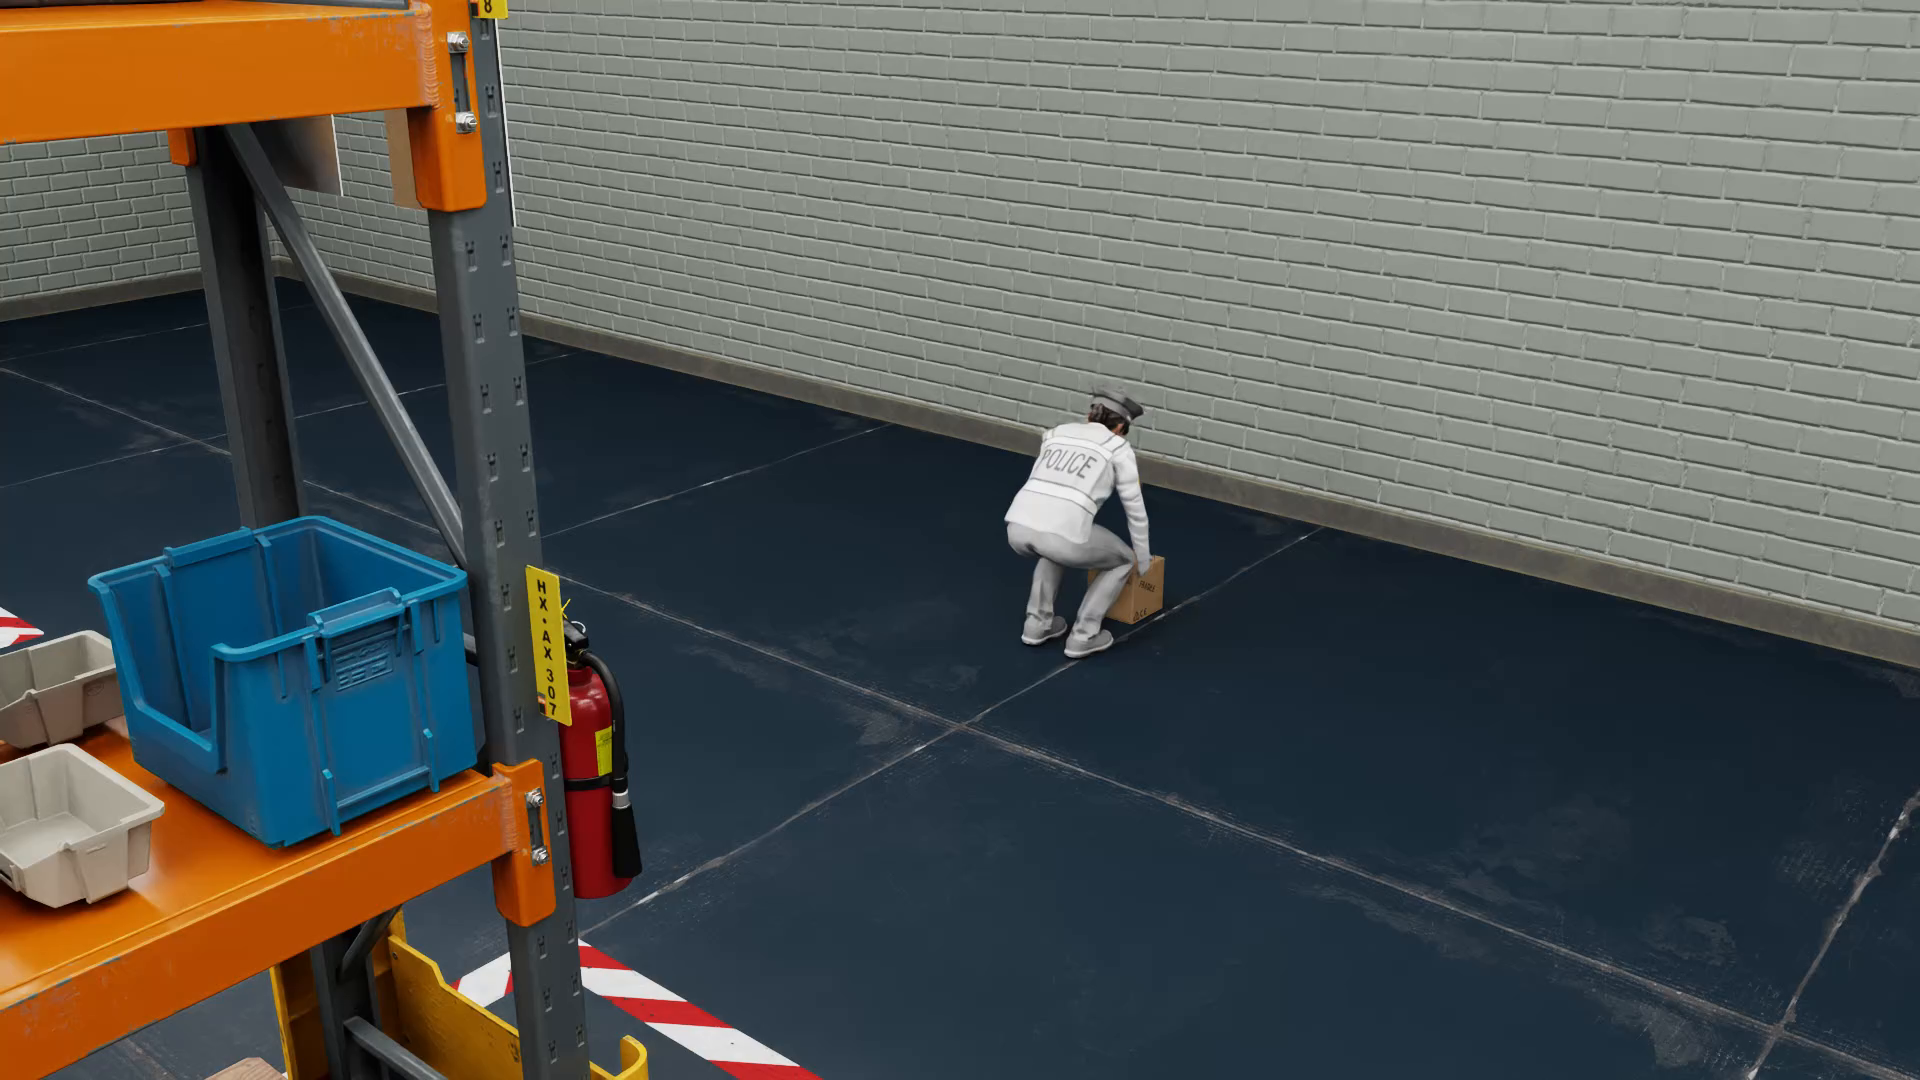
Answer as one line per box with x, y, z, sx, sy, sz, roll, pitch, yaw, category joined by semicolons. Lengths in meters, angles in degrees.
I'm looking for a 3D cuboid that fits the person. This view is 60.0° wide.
0.504;-0.088;7.170;0.505;1.075;0.826;16;26;36;person
